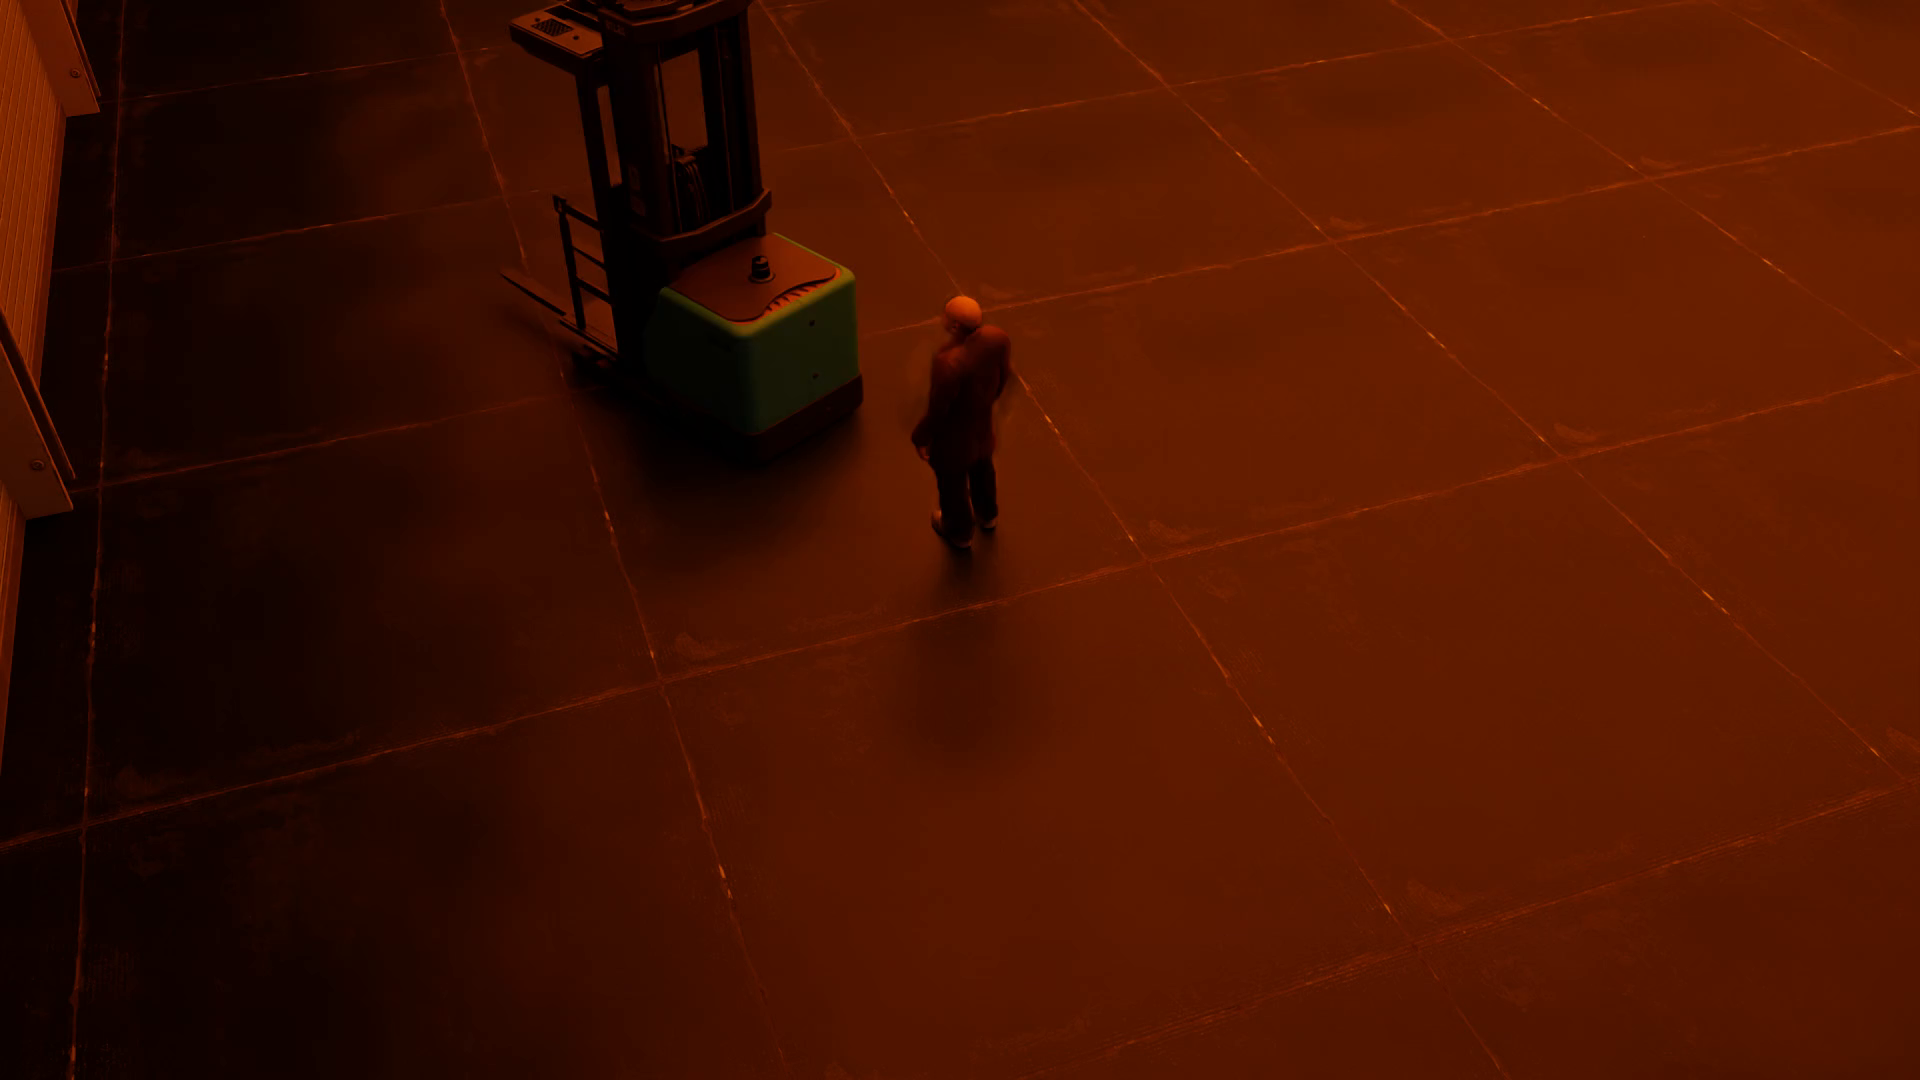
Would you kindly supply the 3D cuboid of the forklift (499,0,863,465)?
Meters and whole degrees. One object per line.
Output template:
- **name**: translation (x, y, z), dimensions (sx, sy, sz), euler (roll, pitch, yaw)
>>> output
- **forklift**: translation (-2.078, -2.436, 10.898), dimensions (3.031, 2.935, 1.130), euler (31, 49, 31)

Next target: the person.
- **person**: translation (-0.002, -0.718, 9.745), dimensions (0.465, 1.779, 0.775), euler (31, 49, 32)
